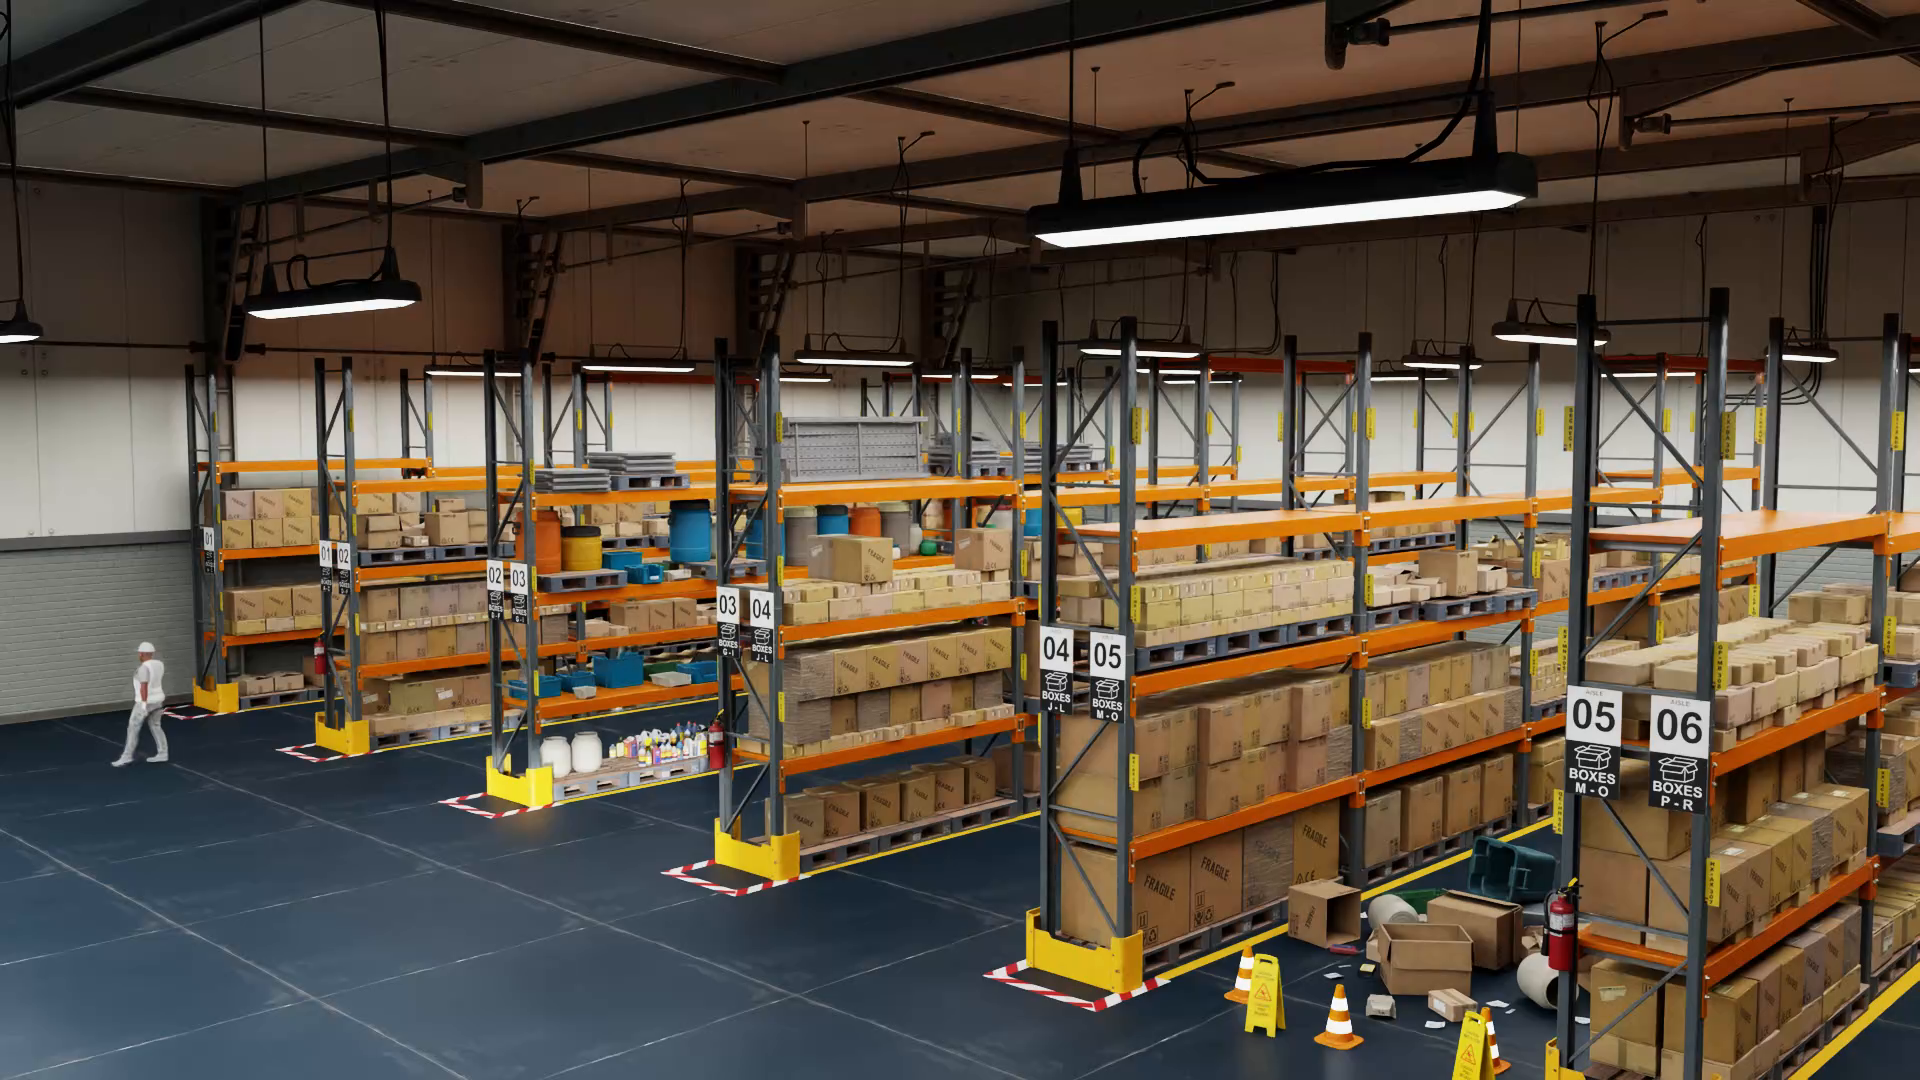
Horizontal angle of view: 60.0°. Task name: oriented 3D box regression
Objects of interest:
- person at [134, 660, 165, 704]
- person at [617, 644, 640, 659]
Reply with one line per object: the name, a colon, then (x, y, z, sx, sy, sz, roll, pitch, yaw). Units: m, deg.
person: (-11.947, 2.080, 24.514, 0.361, 0.633, 0.572, 1, 4, 9)
person: (-6.315, 1.949, 31.464, 0.515, 1.655, 0.706, 2, 5, 29)
